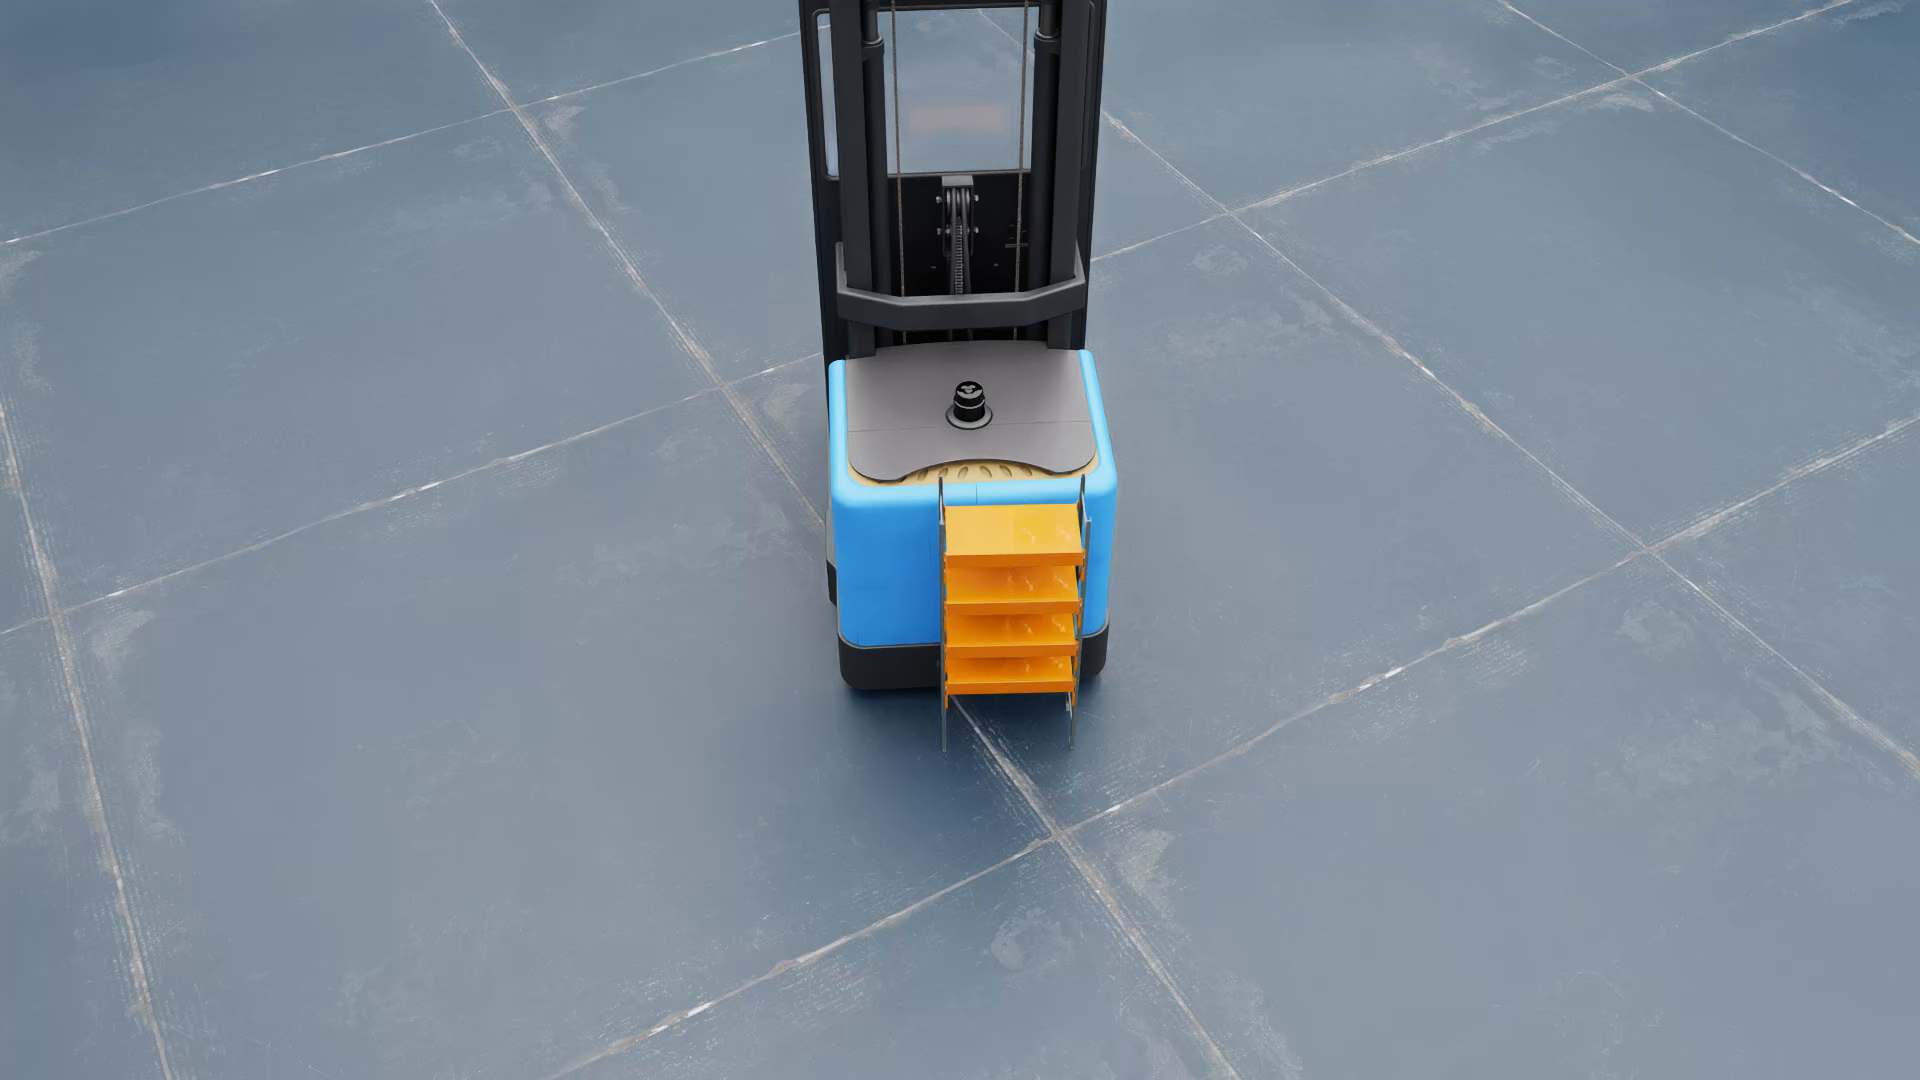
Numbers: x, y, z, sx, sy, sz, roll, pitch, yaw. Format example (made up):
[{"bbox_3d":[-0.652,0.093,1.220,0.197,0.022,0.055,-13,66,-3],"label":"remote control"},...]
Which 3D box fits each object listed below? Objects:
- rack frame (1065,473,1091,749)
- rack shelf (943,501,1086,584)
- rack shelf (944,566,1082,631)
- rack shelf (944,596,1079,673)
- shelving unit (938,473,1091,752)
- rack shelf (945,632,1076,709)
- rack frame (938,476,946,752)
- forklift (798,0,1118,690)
[{"bbox_3d":[0.425,0.285,6.024,0.015,1.200,0.240,-1,44,-1],"label":"rack frame"},{"bbox_3d":[0.181,0.008,5.745,0.480,0.148,0.258,-1,44,-1],"label":"rack shelf"},{"bbox_3d":[0.181,0.178,5.910,0.480,0.148,0.258,-1,44,-1],"label":"rack shelf"},{"bbox_3d":[0.181,0.338,6.066,0.480,0.148,0.258,-1,44,-1],"label":"rack shelf"},{"bbox_3d":[0.181,0.290,6.019,0.503,1.200,0.258,-1,44,-1],"label":"shelving unit"},{"bbox_3d":[0.181,0.481,6.204,0.480,0.148,0.258,-1,44,-1],"label":"rack shelf"},{"bbox_3d":[-0.063,0.295,6.014,0.015,1.200,0.240,-1,44,-1],"label":"rack frame"},{"bbox_3d":[-0.043,-1.489,6.609,1.130,2.935,3.031,-3,44,-3],"label":"forklift"}]
